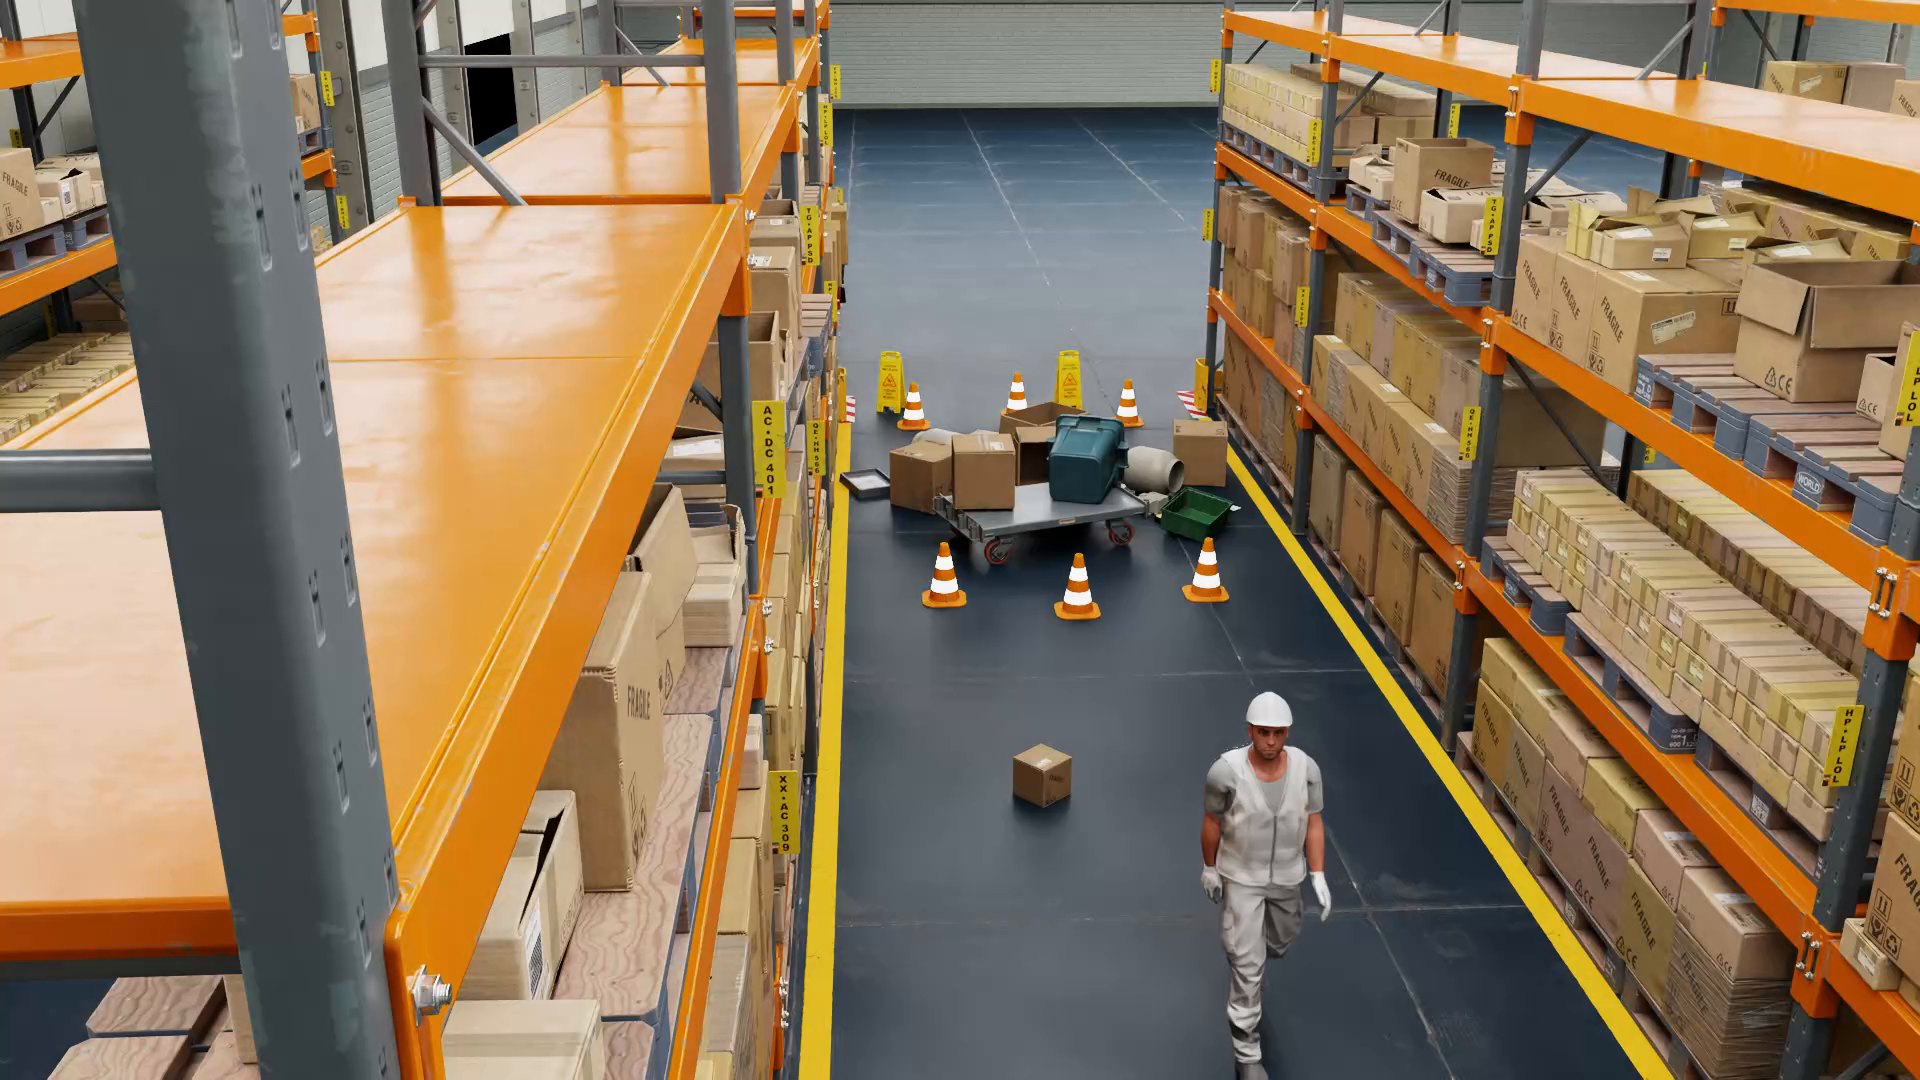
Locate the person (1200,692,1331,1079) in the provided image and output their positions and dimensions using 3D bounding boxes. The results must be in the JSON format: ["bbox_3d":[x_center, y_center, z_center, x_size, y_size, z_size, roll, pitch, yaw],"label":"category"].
[{"bbox_3d":[1.352,1.494,7.465,0.531,1.760,0.954,-3,20,-9],"label":"person"}]
